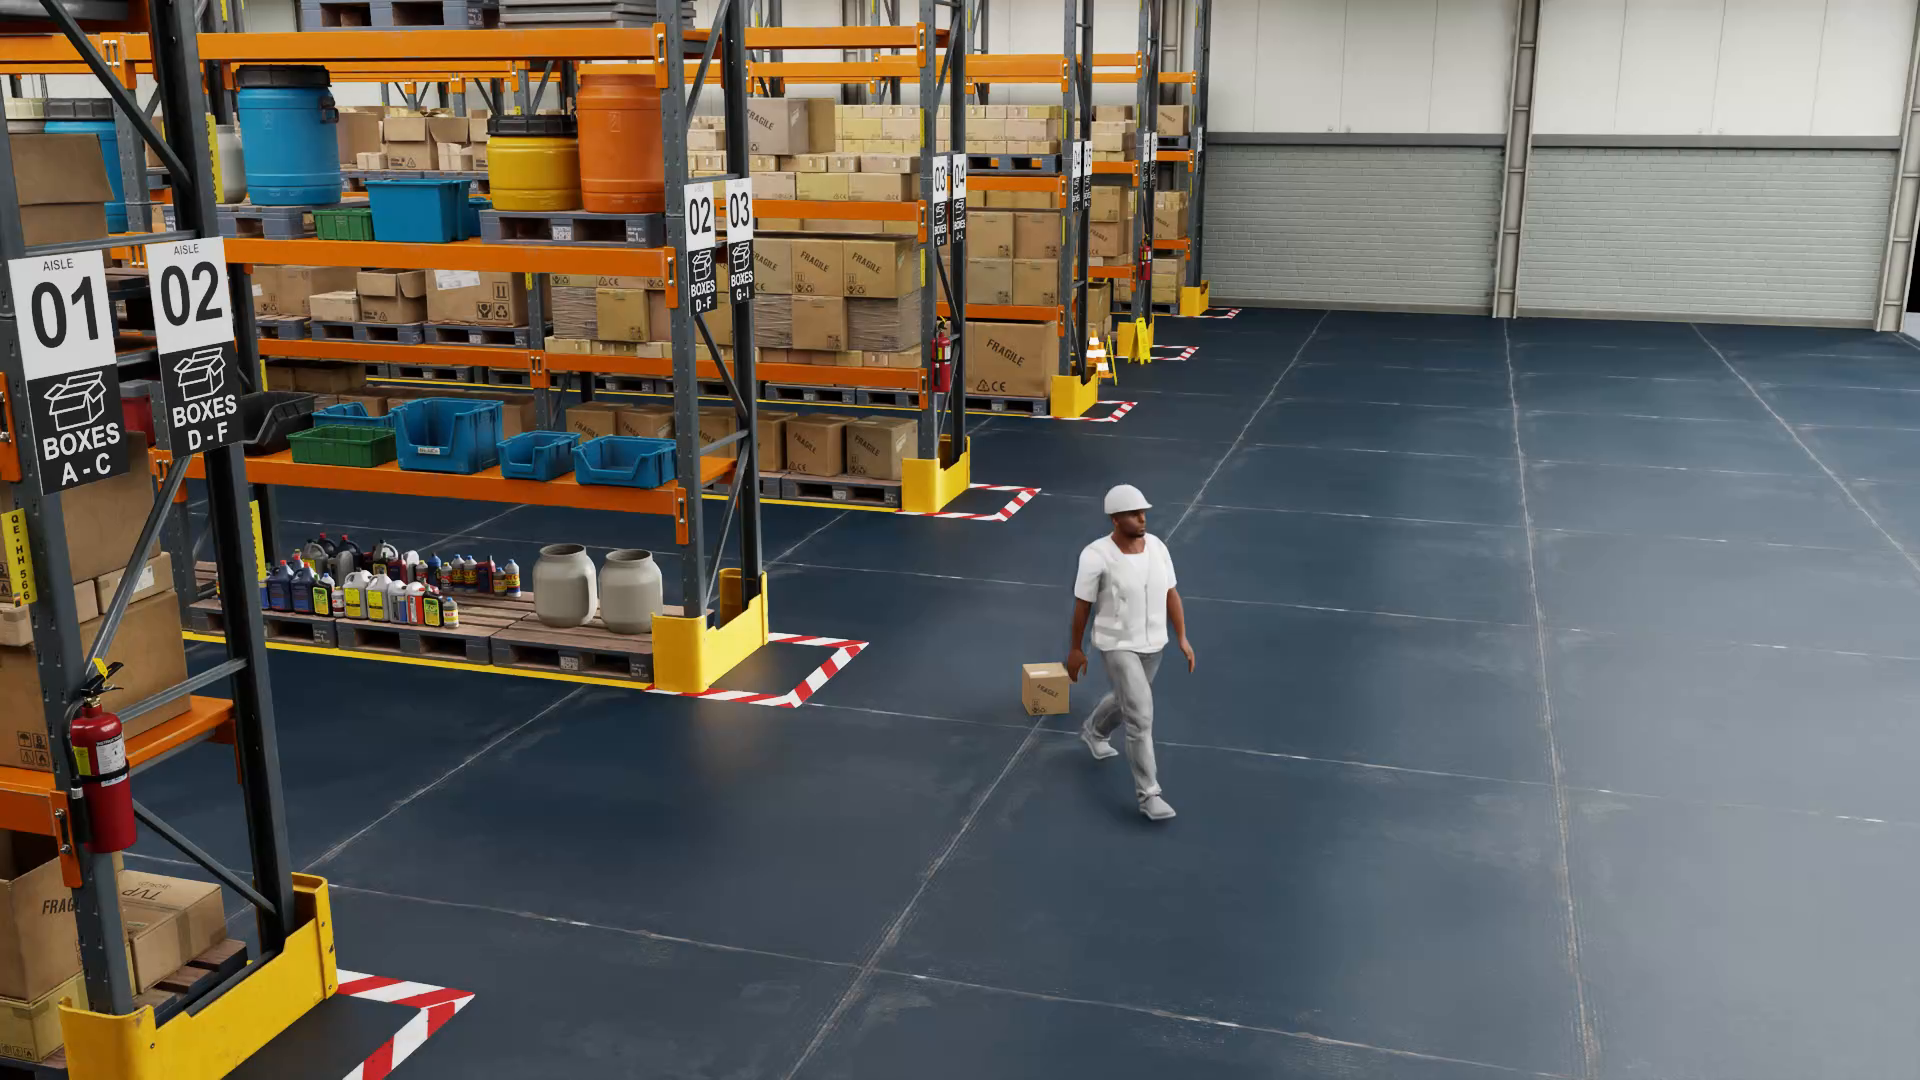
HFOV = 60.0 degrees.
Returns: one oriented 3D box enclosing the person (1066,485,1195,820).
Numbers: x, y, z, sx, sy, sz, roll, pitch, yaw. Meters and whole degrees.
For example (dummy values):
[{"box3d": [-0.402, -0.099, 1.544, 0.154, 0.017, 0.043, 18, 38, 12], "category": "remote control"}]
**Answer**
[{"box3d": [0.928, 0.552, 8.932, 0.602, 1.720, 1.069, -9, 18, -32], "category": "person"}]
